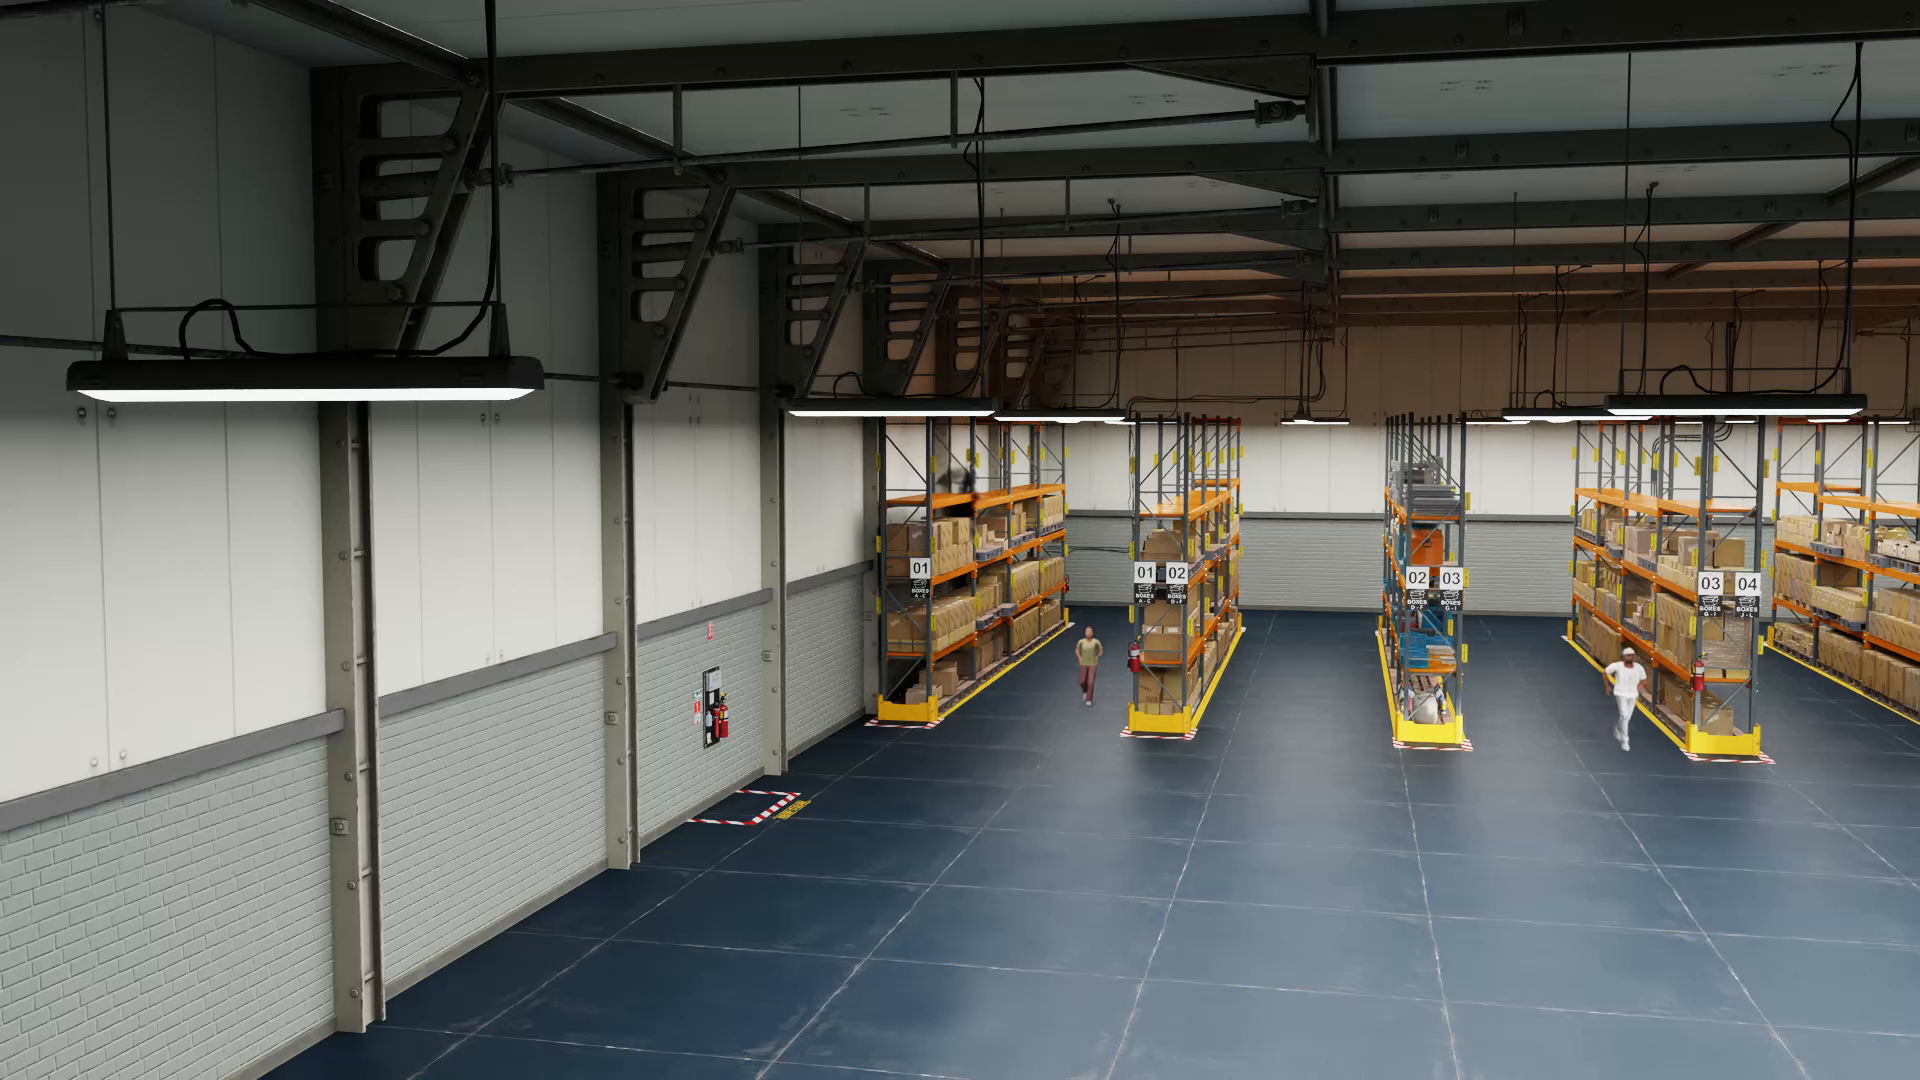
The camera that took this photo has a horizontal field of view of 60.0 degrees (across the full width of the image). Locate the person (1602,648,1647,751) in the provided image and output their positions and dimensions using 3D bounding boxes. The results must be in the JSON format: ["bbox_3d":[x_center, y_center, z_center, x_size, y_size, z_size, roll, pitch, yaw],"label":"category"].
[{"bbox_3d":[11.955,2.835,29.832,0.691,1.823,0.824,0,4,-3],"label":"person"}]

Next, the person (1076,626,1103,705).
[{"bbox_3d":[2.659,2.588,34.294,0.576,1.622,0.559,1,4,9],"label":"person"}]

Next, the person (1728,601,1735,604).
[{"bbox_3d":[19.736,2.047,42.634,0.641,1.625,0.676,1,4,21],"label":"person"}]
